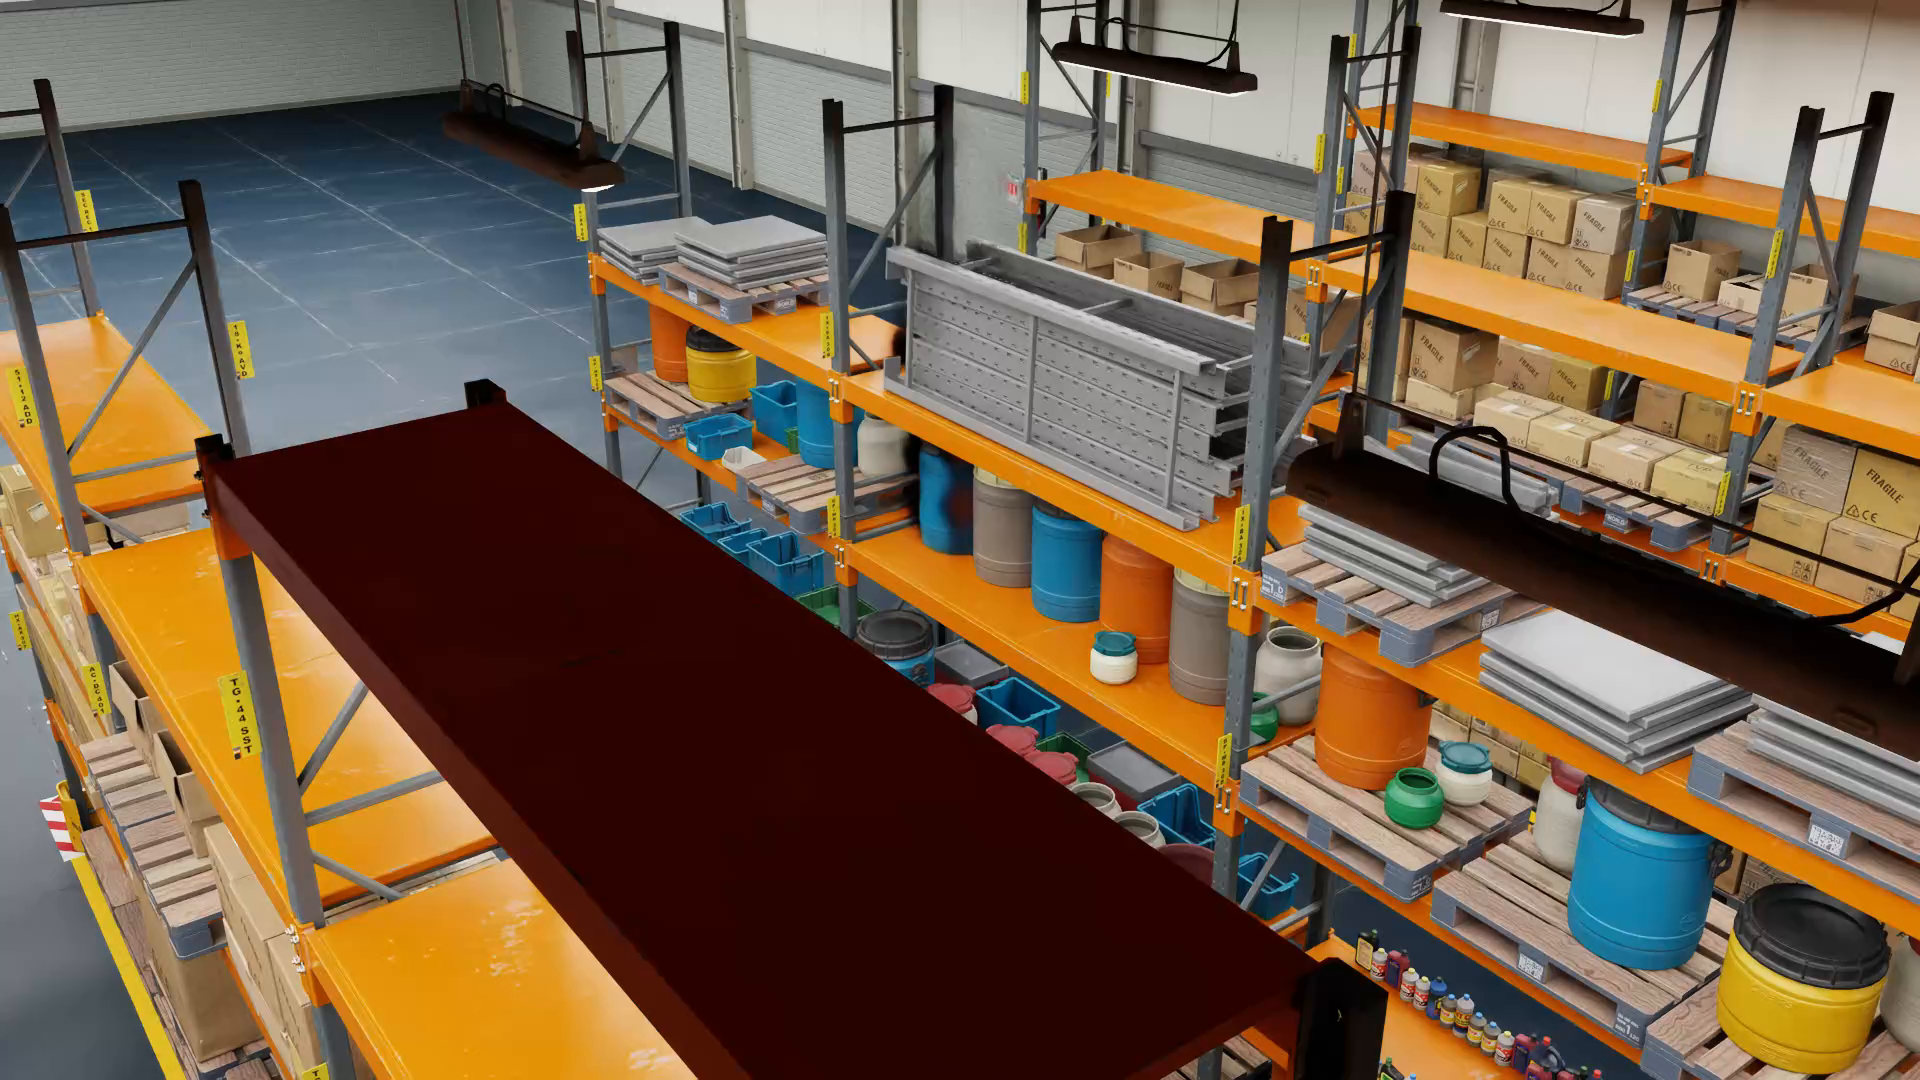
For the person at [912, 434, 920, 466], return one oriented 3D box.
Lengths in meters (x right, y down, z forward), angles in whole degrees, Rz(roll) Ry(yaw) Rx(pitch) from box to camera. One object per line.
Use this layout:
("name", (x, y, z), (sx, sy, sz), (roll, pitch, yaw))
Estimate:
("person", (-0.340, -1.429, 20.018), (0.902, 1.786, 0.734), (-2, 25, -4))
